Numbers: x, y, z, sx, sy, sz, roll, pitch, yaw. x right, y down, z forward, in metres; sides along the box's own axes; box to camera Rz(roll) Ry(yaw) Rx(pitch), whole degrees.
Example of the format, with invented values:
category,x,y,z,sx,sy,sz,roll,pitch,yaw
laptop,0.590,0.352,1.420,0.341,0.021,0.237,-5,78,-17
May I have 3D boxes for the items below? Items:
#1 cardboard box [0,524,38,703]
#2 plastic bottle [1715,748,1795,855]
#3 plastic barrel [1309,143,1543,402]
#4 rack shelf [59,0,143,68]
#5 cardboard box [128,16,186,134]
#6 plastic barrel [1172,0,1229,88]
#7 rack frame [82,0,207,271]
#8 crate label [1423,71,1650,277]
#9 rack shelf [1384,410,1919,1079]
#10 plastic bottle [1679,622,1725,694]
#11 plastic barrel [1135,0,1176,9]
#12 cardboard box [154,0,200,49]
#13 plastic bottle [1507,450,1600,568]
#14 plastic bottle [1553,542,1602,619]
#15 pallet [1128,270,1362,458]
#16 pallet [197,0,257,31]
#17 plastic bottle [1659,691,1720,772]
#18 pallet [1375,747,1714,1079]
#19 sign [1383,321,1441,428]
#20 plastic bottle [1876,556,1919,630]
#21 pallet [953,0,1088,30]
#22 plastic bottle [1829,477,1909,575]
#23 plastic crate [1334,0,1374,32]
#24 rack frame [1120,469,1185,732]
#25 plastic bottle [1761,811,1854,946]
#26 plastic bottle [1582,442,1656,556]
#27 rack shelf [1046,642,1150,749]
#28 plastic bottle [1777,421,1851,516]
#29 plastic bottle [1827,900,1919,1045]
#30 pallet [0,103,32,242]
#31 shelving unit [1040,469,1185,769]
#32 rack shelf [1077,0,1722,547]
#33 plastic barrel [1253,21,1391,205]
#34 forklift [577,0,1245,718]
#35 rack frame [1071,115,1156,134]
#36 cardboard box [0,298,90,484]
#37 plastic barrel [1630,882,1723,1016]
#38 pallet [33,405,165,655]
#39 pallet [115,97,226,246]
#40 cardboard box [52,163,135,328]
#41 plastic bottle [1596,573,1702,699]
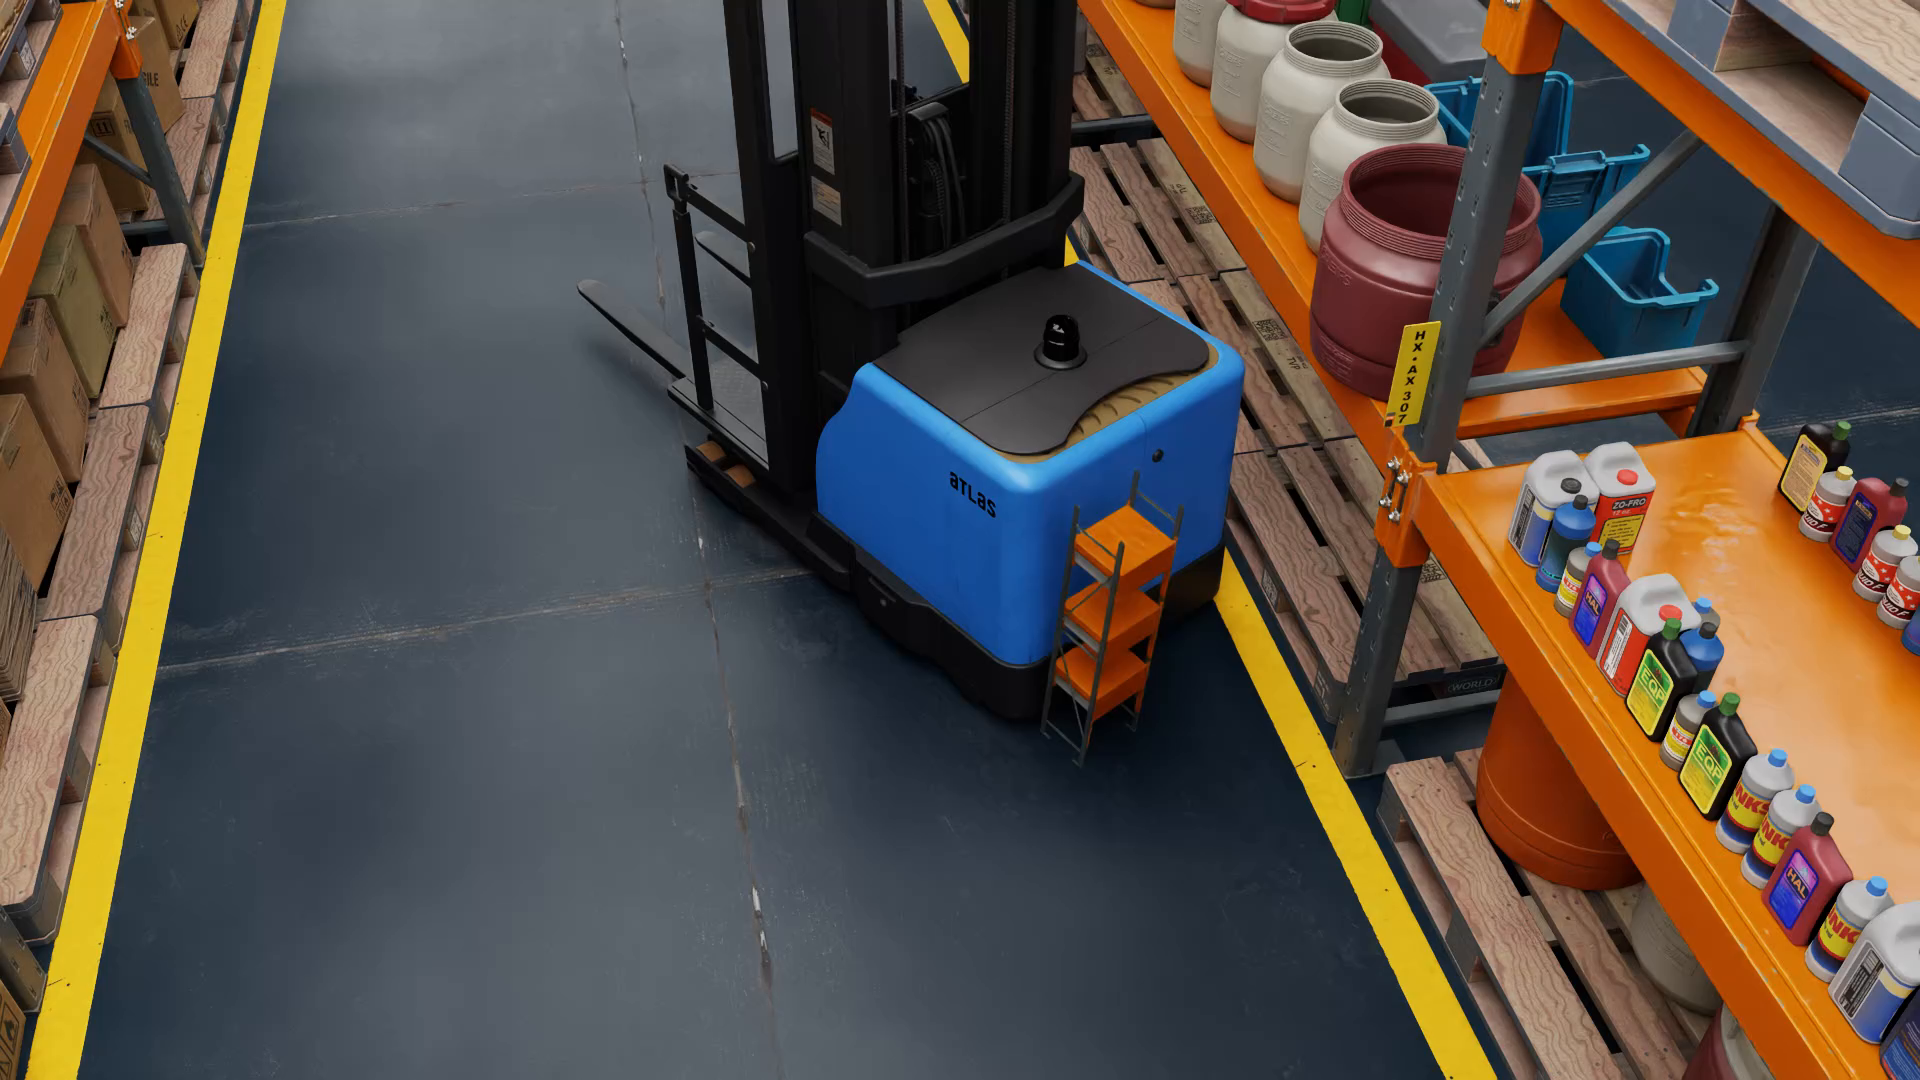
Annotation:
category,x,y,z,sx,sy,sz,roll,pitch,yaw
cardboard box,-3.415,0.238,5.274,0.700,0.500,0.500,-12,43,-13
plastic bottle,1.672,0.537,3.482,0.097,0.271,0.097,0,42,0
plastic barrel,1.322,-0.761,4.745,0.600,0.536,0.708,-8,42,-9
rack shelf,-4.413,-3.363,8.321,1.077,0.370,4.000,-8,42,-9
cardboard box,-4.160,-2.193,8.028,0.500,0.500,0.500,4,42,4
plastic barrel,1.005,-1.969,6.106,0.433,0.535,0.433,0,42,0
rack frame,-3.982,-2.336,6.622,1.000,3.000,0.127,-8,42,-9
crate label,1.768,-1.148,5.258,0.502,0.435,0.616,-8,42,-9
rack shelf,2.150,1.113,3.279,1.077,0.370,4.000,-8,42,-9
plastic bottle,1.653,0.293,3.758,0.097,0.271,0.097,0,42,0
plastic barrel,0.847,-2.445,6.642,0.433,0.535,0.433,0,42,0
cardboard box,-4.448,-2.952,8.883,0.500,0.500,0.500,-5,42,-5
plastic bottle,1.496,-0.079,4.173,0.152,0.276,0.135,-8,42,-9
plastic bottle,1.515,0.091,4.038,0.097,0.201,0.097,0,42,0
pallet,1.329,-0.707,6.887,1.003,0.211,1.213,-8,42,-9
pallet,-4.688,-3.305,9.814,1.003,0.211,1.213,-8,42,-9
plastic bottle,1.623,0.414,3.674,0.097,0.201,0.097,0,42,0
pallet,1.929,1.095,4.857,1.003,0.211,1.213,-8,42,-9
sign,1.182,-0.430,4.352,0.100,0.325,0.005,-8,42,-9
plastic bottle,2.300,0.113,4.013,0.097,0.201,0.097,0,42,0
pallet,0.483,-3.236,9.737,1.003,0.211,1.213,-8,42,-9
plastic bottle,2.272,-0.058,4.144,0.061,0.283,0.133,-8,42,-9
plastic crate,1.506,-1.878,6.265,0.450,0.188,0.662,-8,42,-9
rack frame,0.548,0.215,5.203,0.008,1.050,0.200,-30,55,-29
plastic bottle,1.700,0.673,3.320,0.061,0.283,0.133,-8,42,-9
plastic bottle,1.644,-0.101,4.198,0.152,0.276,0.135,-8,42,-9
rack shelf,0.438,0.470,5.349,0.240,0.259,0.215,-30,55,-29
plastic bottle,2.222,-0.208,4.312,0.061,0.283,0.133,-8,42,-9
plastic bottle,1.795,0.820,3.161,0.152,0.276,0.135,-8,42,-9
pallet,-3.586,-0.948,5.203,1.003,0.211,1.213,-8,42,-9
shelving unit,0.456,0.269,5.143,0.252,1.050,0.215,-30,55,-29
rack shelf,1.286,-1.480,6.200,1.077,0.370,4.000,-8,42,-9
plastic barrel,1.196,-1.404,5.487,0.421,0.512,0.421,0,42,0
forklift,-0.411,-1.413,5.634,1.130,2.935,3.031,-30,50,-29
rack frame,0.854,-3.045,7.421,1.000,3.000,0.127,-8,42,-9
cardboard box,-3.664,-0.490,6.094,0.700,0.500,0.500,-12,43,-13
plastic barrel,2.049,0.989,4.434,0.421,0.512,0.421,0,42,0
pallet,-3.545,0.004,6.086,1.003,0.211,1.213,-8,42,-9
pallet,-4.161,-1.723,8.032,1.003,0.211,1.213,-8,42,-9
cardboard box,-3.870,-1.164,6.854,0.700,0.500,0.500,-11,43,-13
plastic bottle,1.596,0.221,3.835,0.152,0.276,0.135,-8,42,-9
